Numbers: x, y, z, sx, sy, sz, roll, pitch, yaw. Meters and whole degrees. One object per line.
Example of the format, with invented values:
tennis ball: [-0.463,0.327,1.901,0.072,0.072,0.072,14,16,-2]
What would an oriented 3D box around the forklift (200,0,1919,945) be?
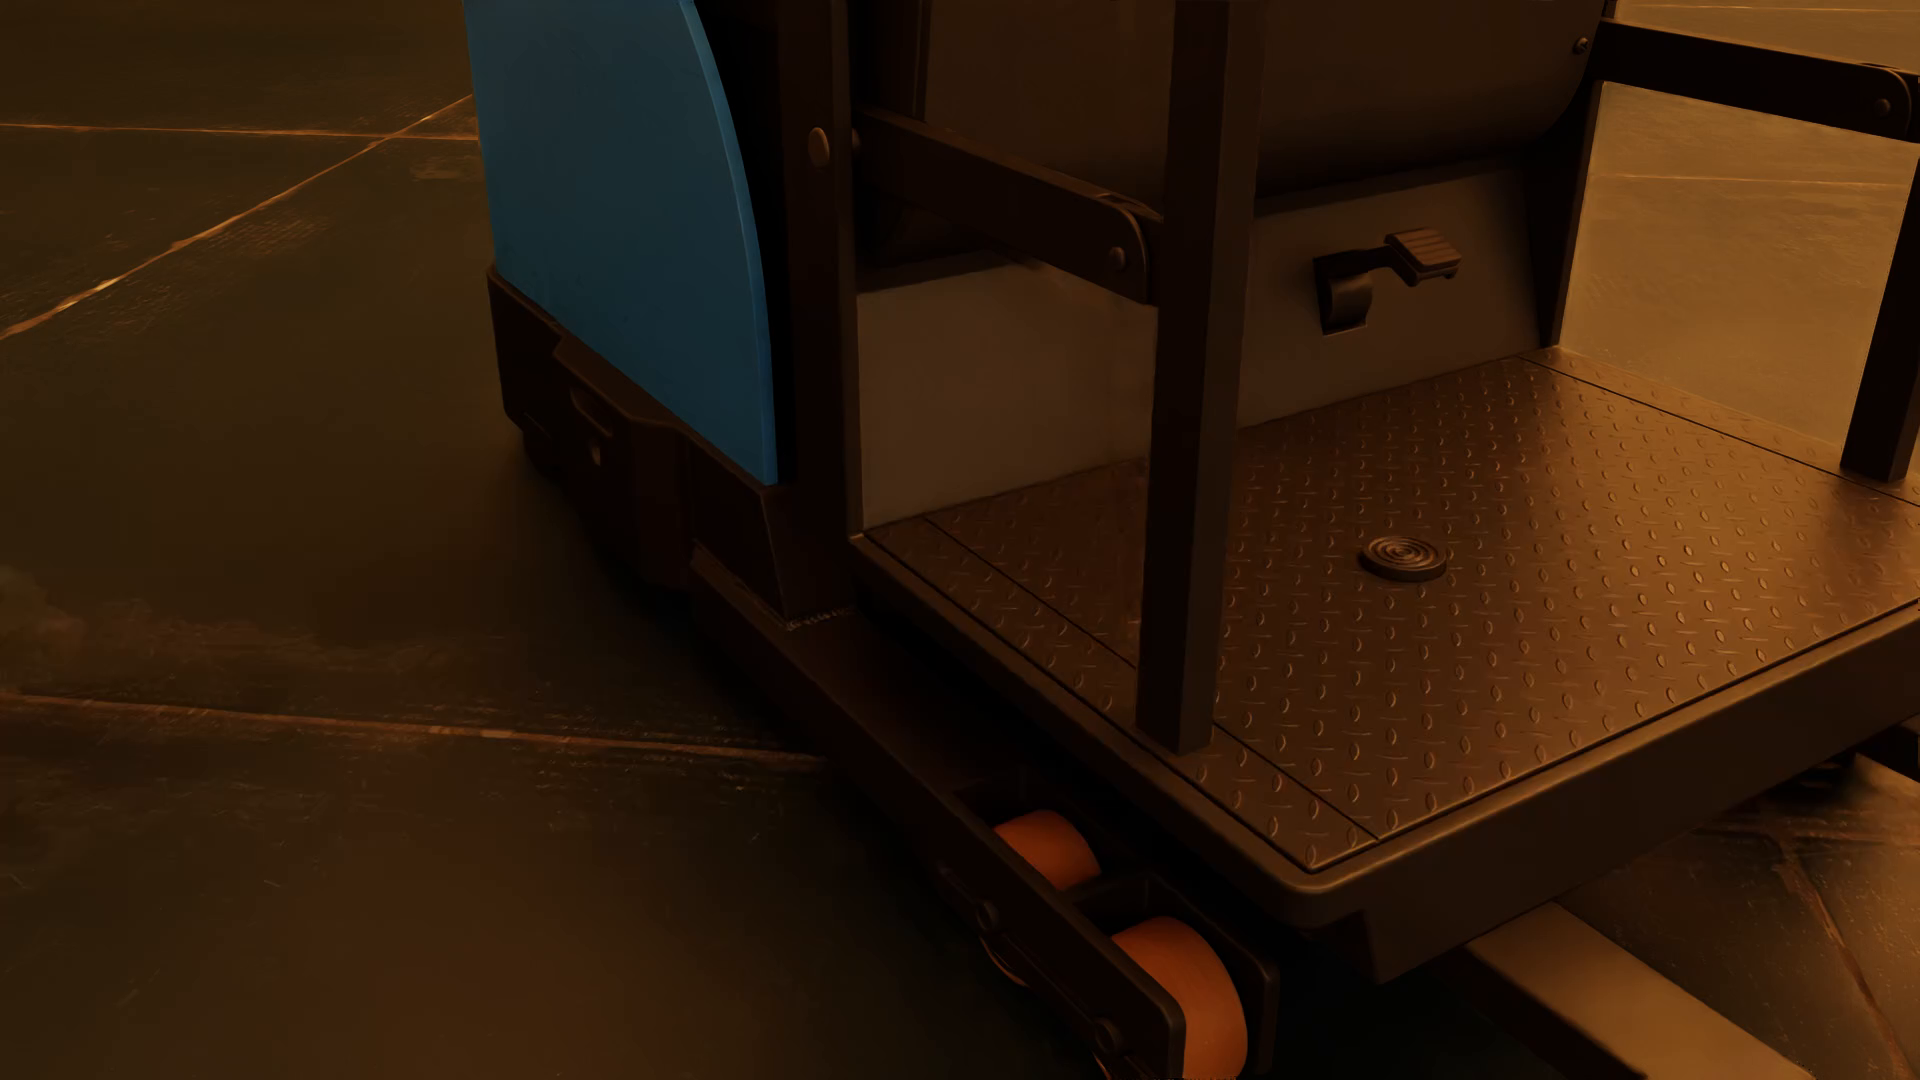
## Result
forklift: [0.529,-1.176,1.574,3.031,2.935,1.130,14,30,26]
